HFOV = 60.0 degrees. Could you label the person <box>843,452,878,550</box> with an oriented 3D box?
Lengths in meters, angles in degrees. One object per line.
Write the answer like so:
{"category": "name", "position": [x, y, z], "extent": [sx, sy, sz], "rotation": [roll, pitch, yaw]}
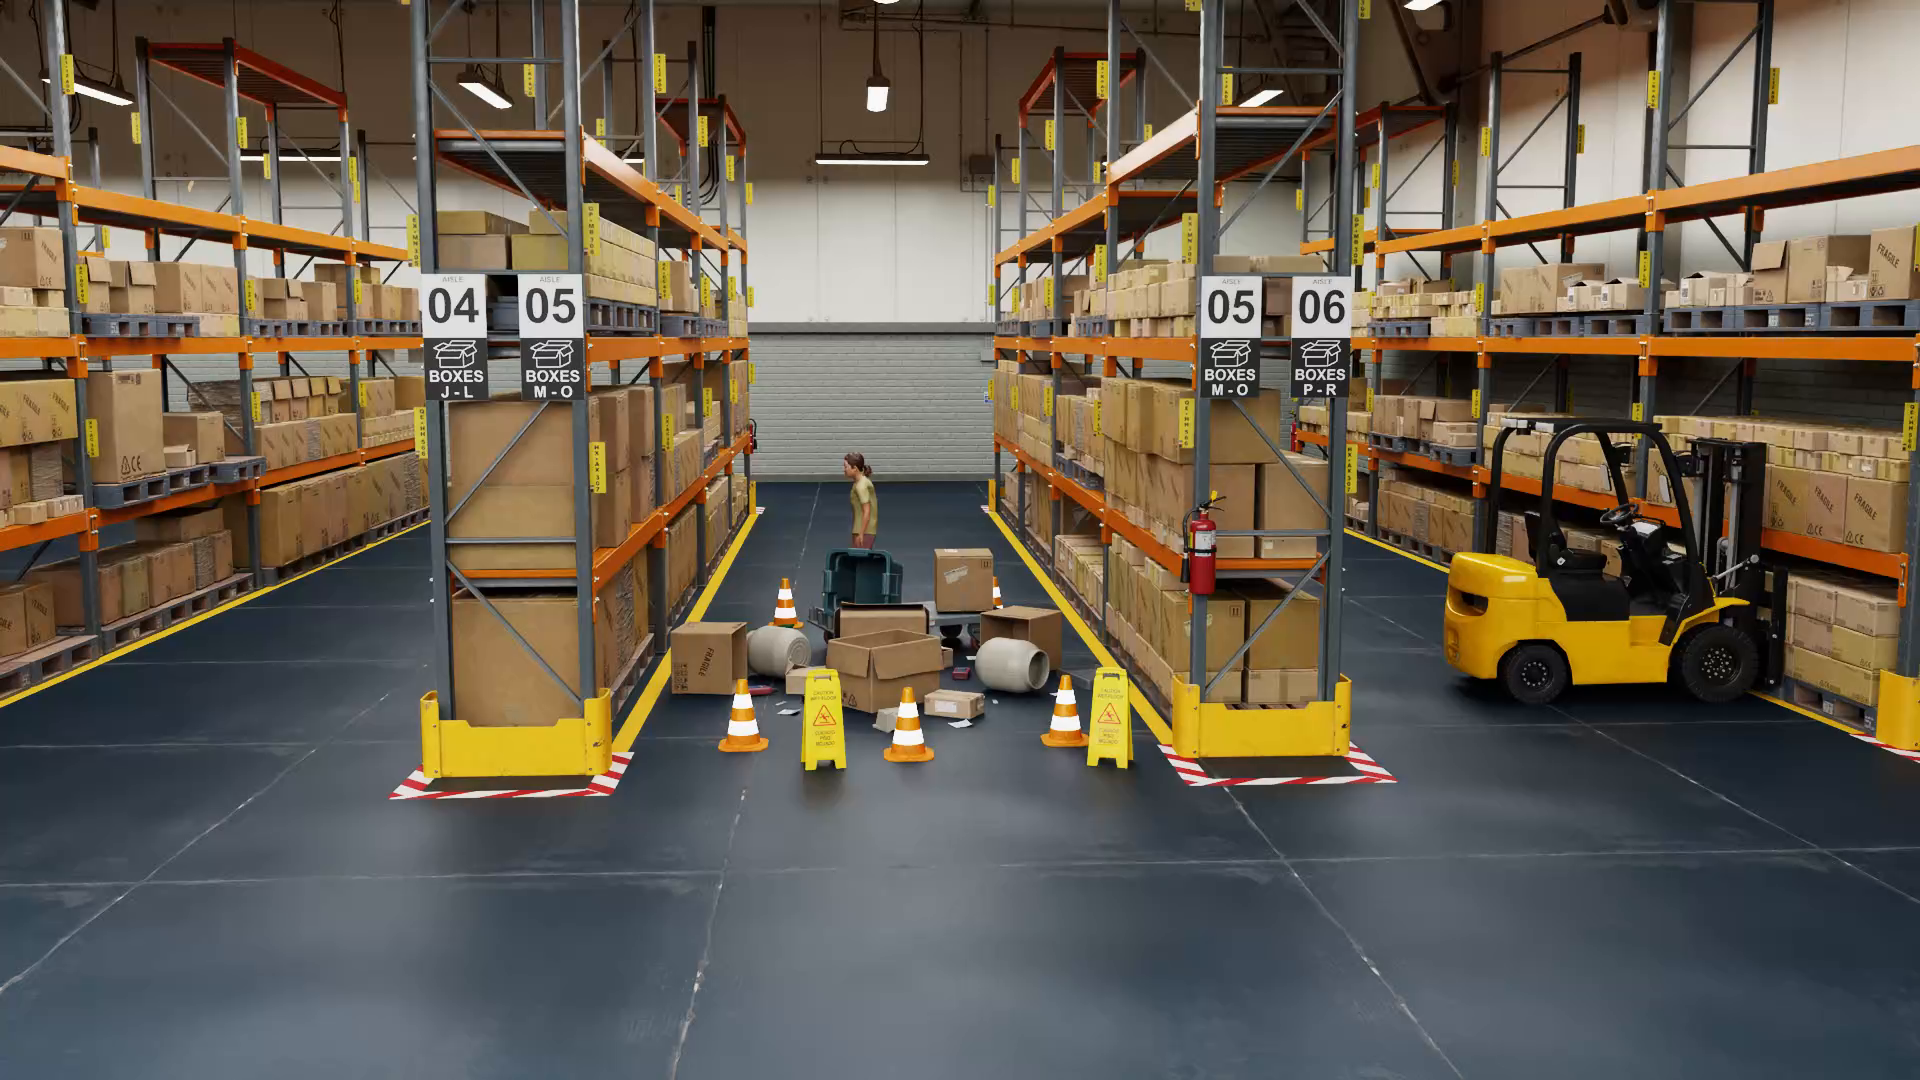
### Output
{"category": "person", "position": [-1.004, -0.050, 16.668], "extent": [0.362, 1.672, 0.496], "rotation": [-1, 7, -4]}
